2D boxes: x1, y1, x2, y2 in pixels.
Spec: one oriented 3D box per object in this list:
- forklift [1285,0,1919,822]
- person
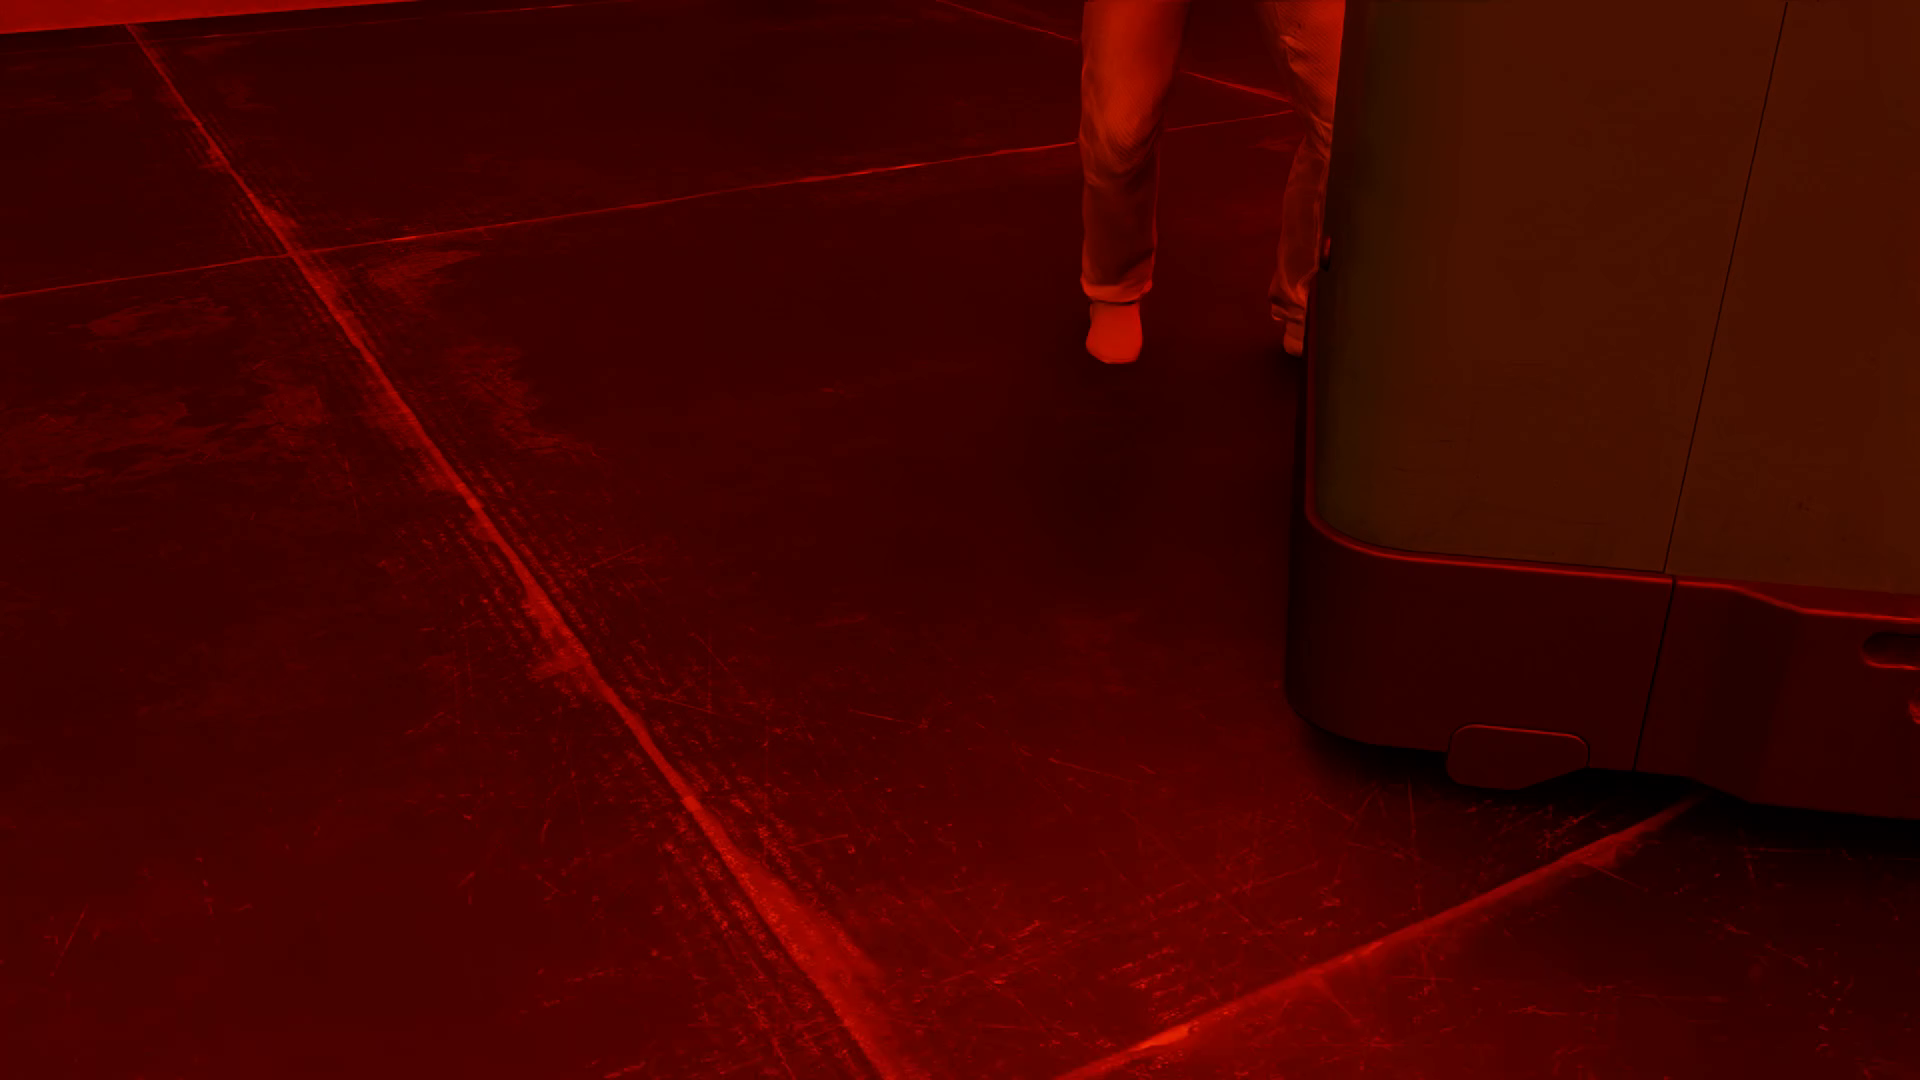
[{"bbox_3d":[1.957,-1.120,1.469,3.031,2.935,1.130,5,27,10],"label":"forklift"},{"bbox_3d":[0.450,-1.109,2.820,0.870,1.745,0.469,3,27,6],"label":"person"}]
